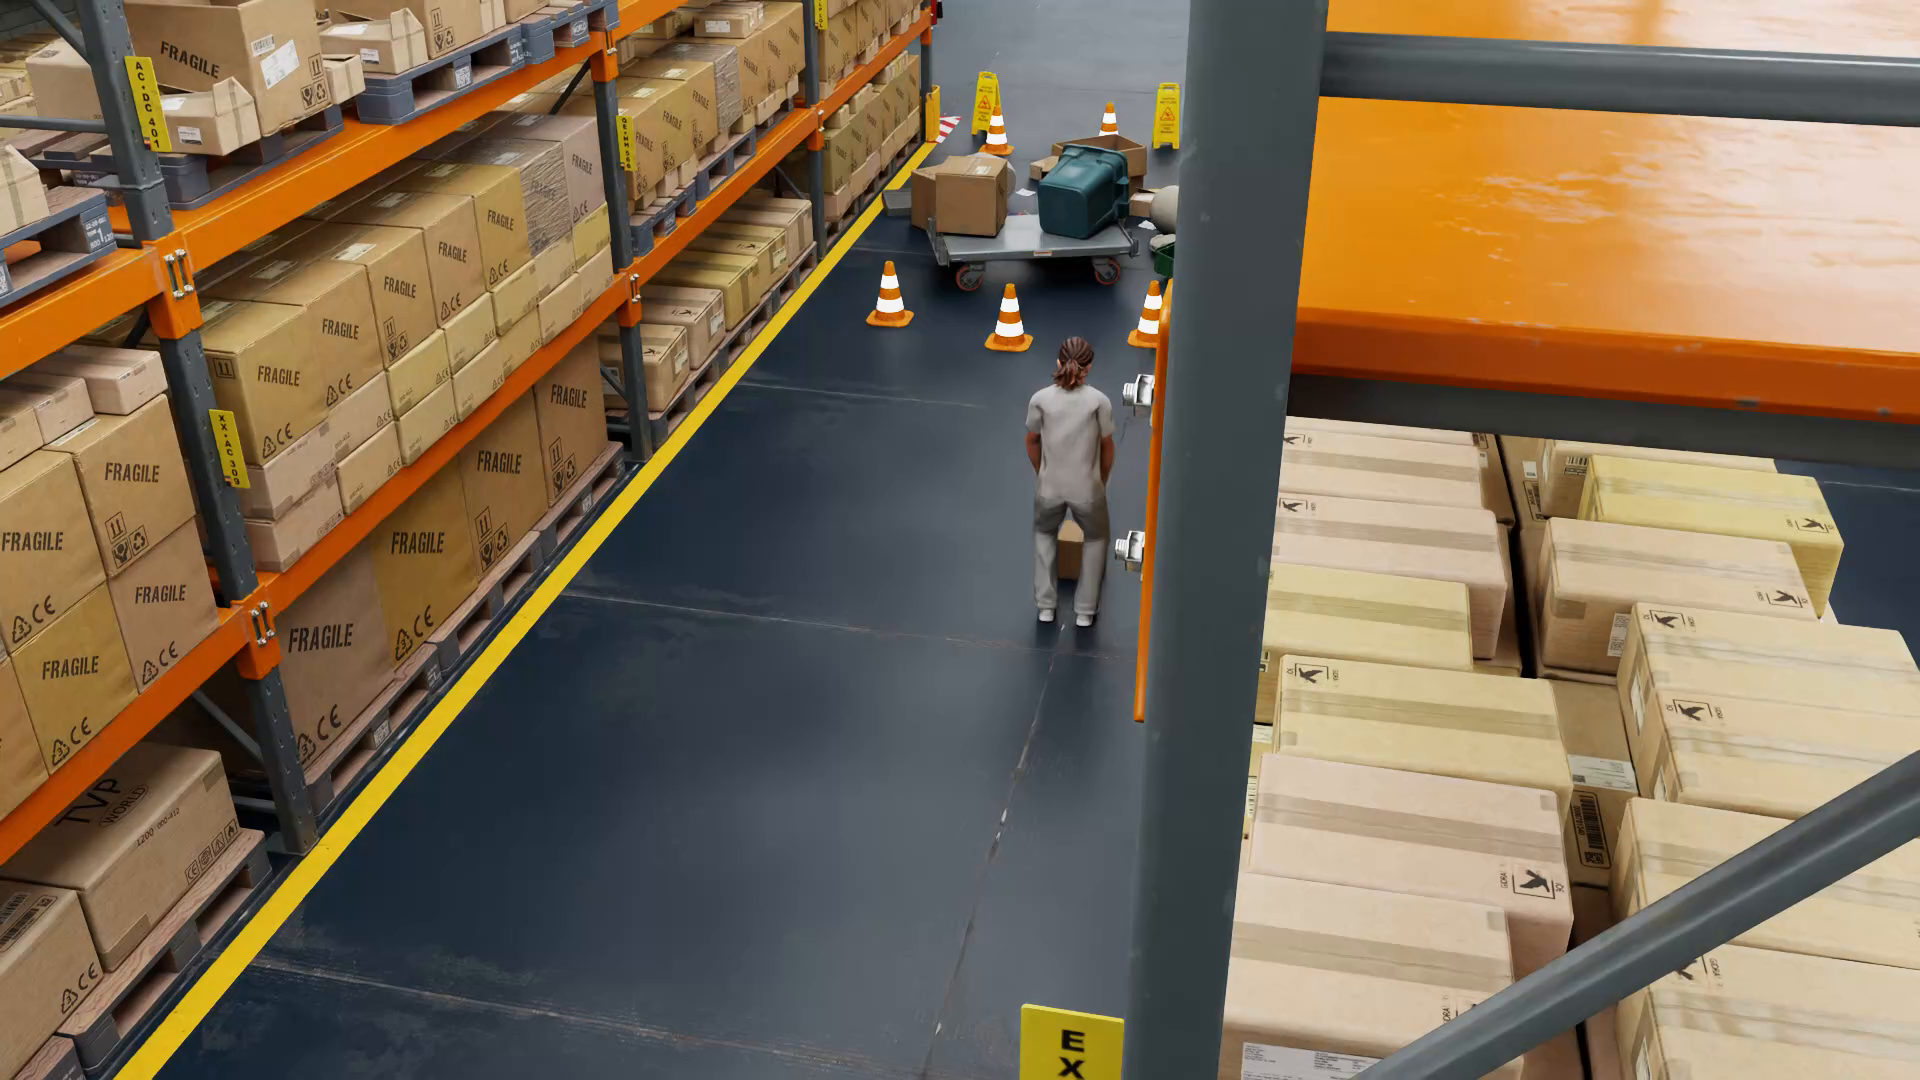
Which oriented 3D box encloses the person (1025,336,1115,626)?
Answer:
[{"bbox_3d":[0.568,-0.295,8.794,0.478,1.556,0.489,7,30,12],"label":"person"}]
